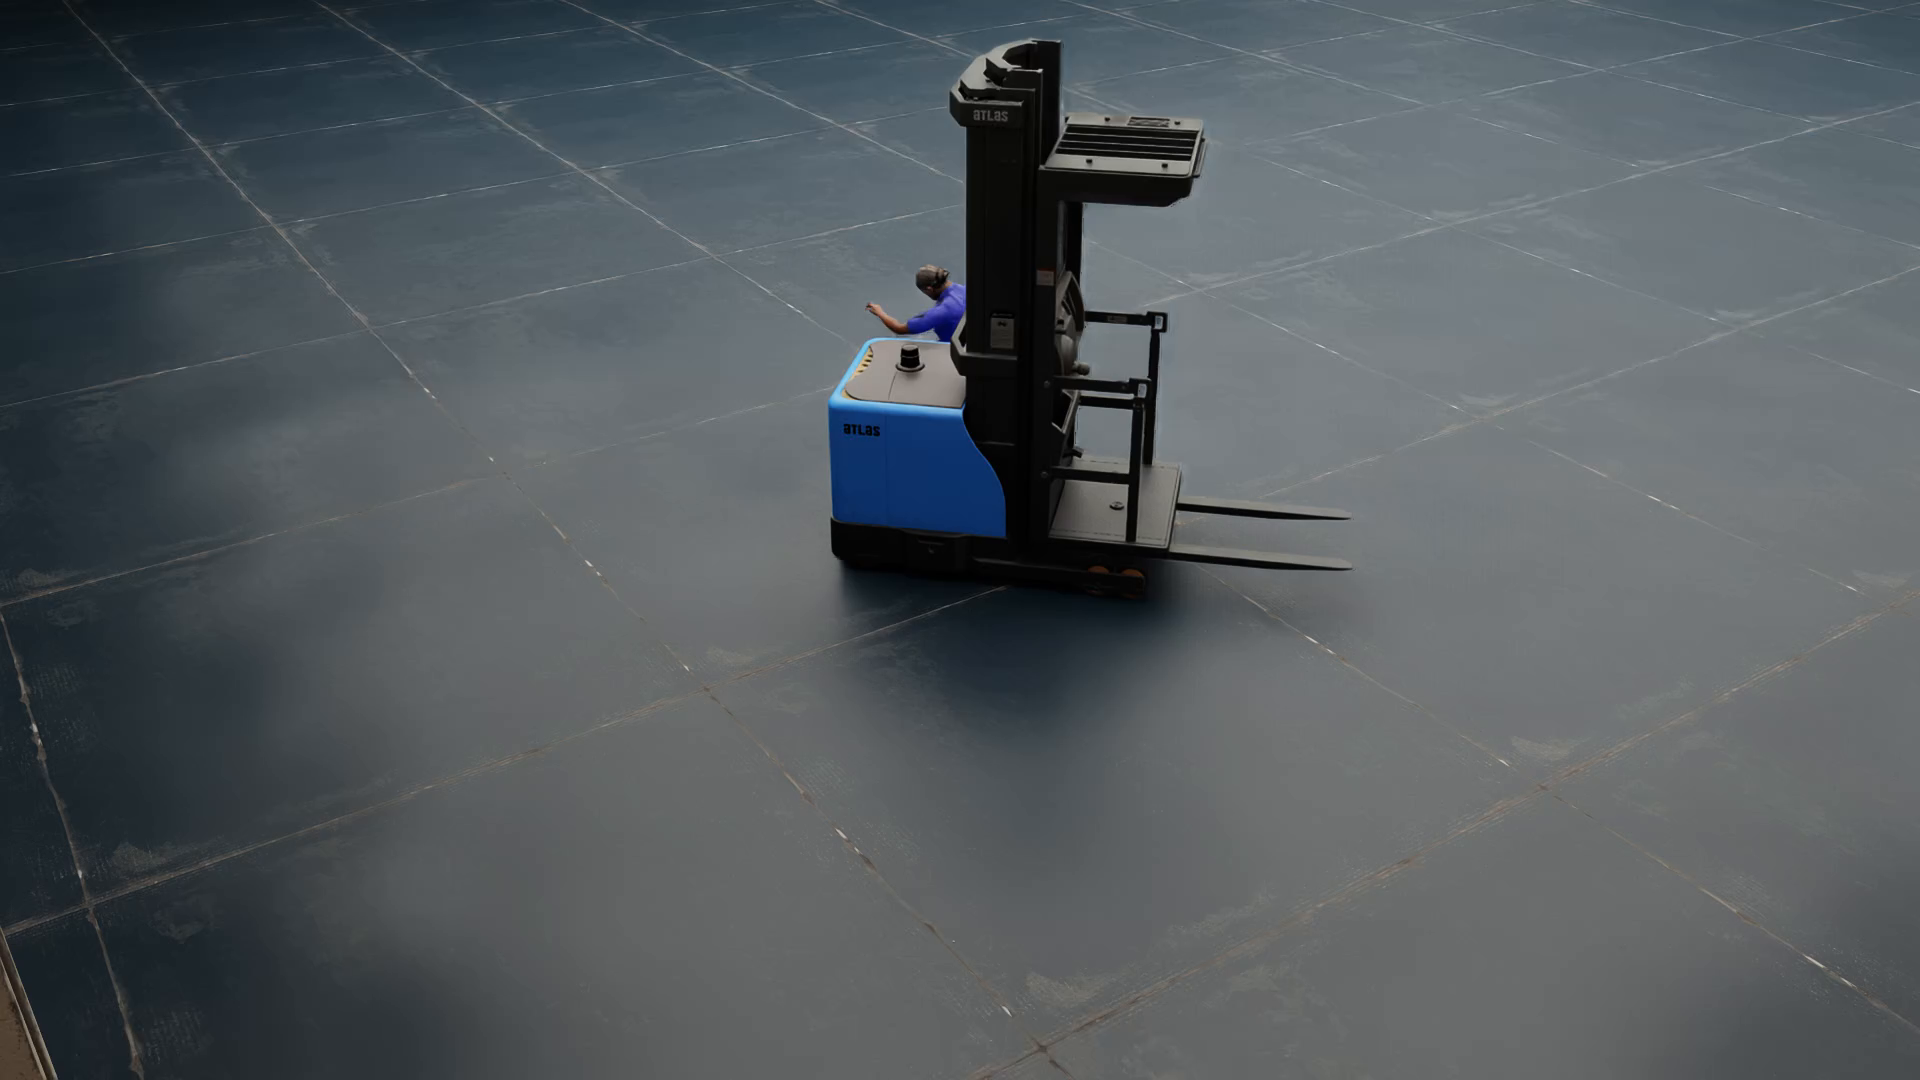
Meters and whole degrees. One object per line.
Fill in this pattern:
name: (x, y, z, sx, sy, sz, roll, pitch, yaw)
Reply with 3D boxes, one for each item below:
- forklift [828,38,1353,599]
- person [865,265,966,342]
forklift: (0.803, -1.224, 9.353, 3.031, 2.935, 1.130, 5, 30, 10)
person: (-0.196, -1.187, 10.969, 1.108, 1.372, 1.038, 22, 36, 34)
